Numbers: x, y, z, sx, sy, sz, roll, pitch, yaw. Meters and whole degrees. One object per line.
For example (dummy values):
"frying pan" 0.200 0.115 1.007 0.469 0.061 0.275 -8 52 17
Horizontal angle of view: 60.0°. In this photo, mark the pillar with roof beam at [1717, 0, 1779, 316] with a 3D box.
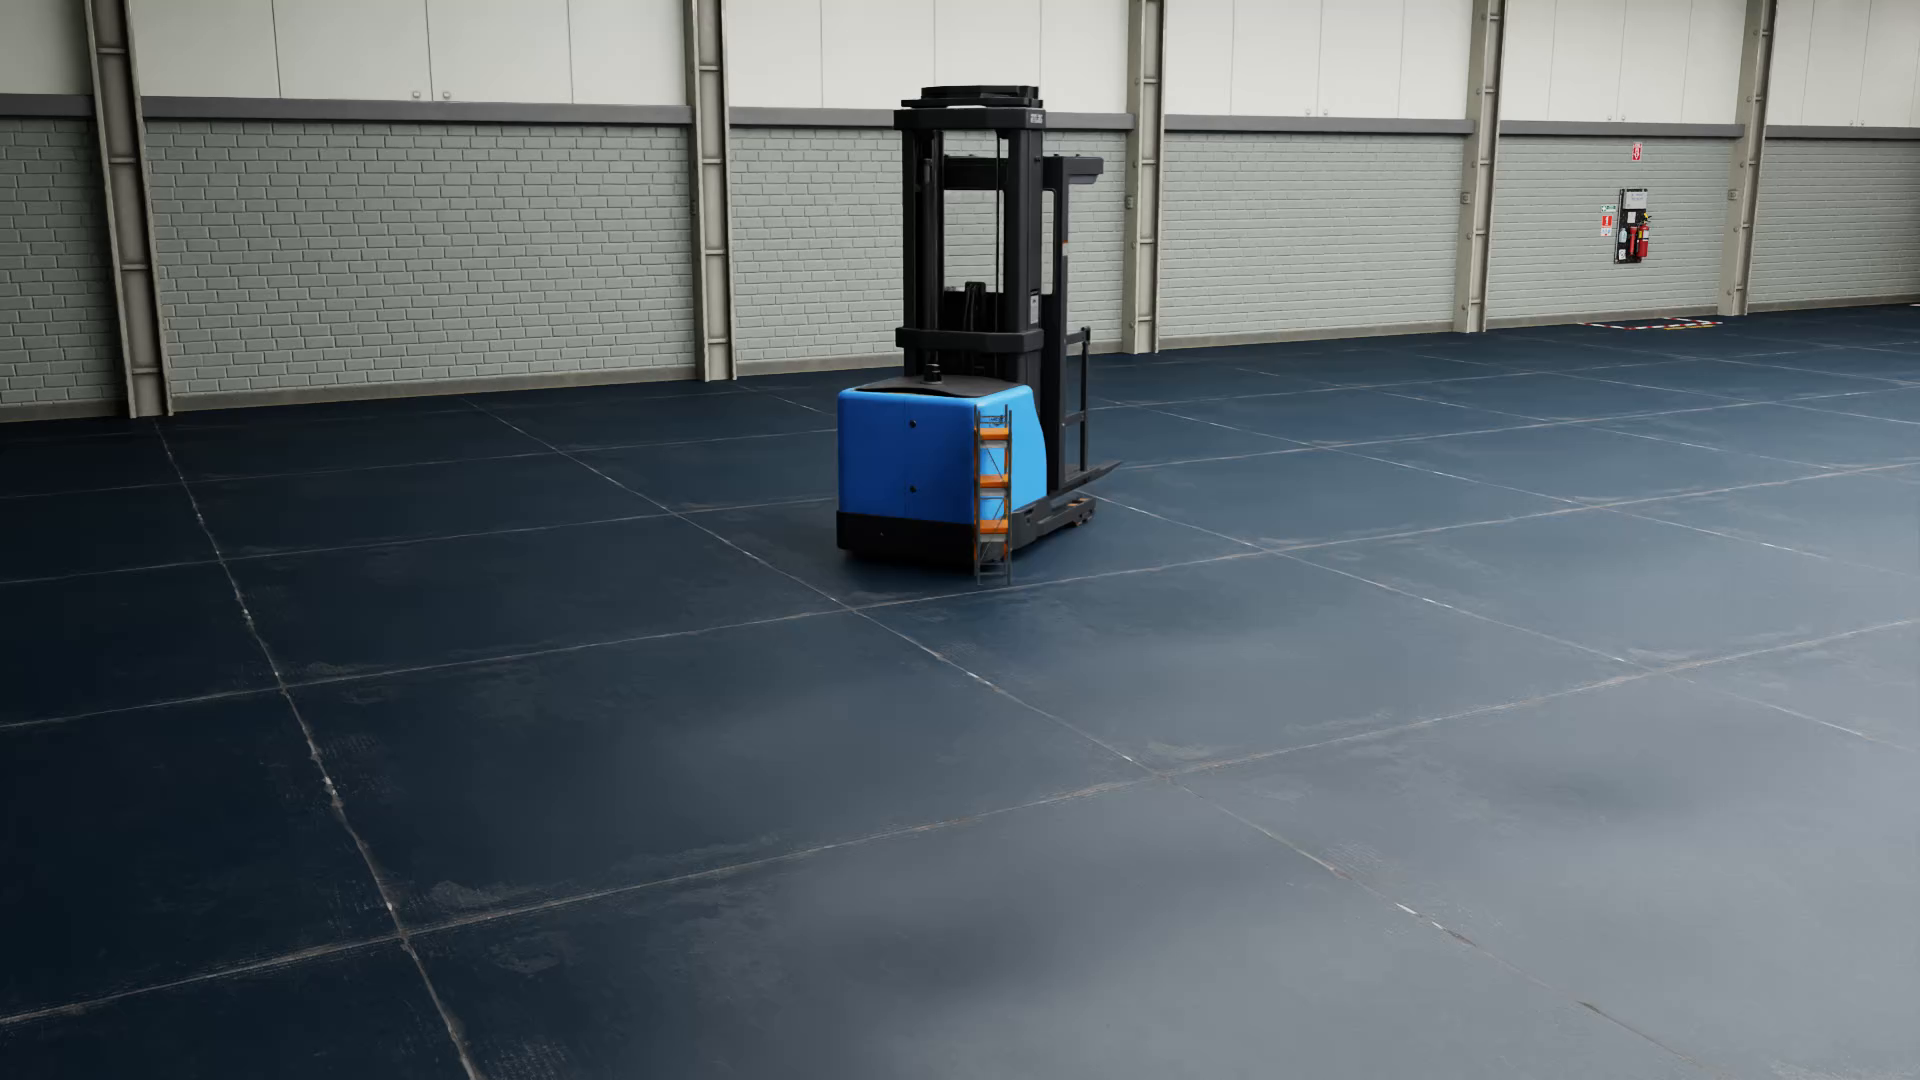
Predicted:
"pillar with roof beam" 15.007 -7.341 23.235 0.400 9.000 9.100 -7 14 -28

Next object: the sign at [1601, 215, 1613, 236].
"sign" 10.222 -4.971 26.283 0.234 0.329 0.001 -7 14 -28

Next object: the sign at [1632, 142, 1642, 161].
"sign" 10.702 -6.141 26.284 0.199 0.298 0.001 -7 14 -28

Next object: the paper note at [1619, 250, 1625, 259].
"paper note" 10.568 -4.557 26.530 0.142 0.148 0.016 -7 14 -28

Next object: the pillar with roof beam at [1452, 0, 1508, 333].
"pillar with roof beam" 9.740 -6.710 20.430 0.400 9.000 9.100 -7 14 -28

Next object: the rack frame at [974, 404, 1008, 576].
"rack frame" 0.184 -0.296 10.034 0.200 1.050 0.008 -1 13 -4

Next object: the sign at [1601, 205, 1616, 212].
"sign" 10.230 -5.228 26.220 0.331 0.109 0.001 -7 14 -28

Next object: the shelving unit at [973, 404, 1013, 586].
"shelving unit" 0.193 -0.269 9.915 0.215 1.050 0.252 -1 13 -4

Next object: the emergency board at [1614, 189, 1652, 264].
"emergency board" 10.757 -4.992 26.457 0.643 1.169 0.194 -7 14 -28

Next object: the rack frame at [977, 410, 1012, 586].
"rack frame" 0.201 -0.243 9.796 0.200 1.050 0.008 -1 13 -4

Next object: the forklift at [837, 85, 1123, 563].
"forklift" 0.304 -1.559 11.360 1.130 2.935 3.031 6 14 25

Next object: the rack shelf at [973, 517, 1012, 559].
"rack shelf" 0.193 0.012 9.978 0.215 0.259 0.240 -1 13 -4

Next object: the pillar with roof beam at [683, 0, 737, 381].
"pillar with roof beam" -0.793 -5.448 14.821 0.400 9.000 9.100 -7 14 -28

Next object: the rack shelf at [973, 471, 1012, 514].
"rack shelf" 0.193 -0.259 9.917 0.215 0.259 0.240 -1 13 -4

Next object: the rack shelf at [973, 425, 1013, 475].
"rack shelf" 0.193 -0.536 9.855 0.215 0.259 0.240 -1 13 -4

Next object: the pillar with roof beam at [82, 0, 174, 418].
"pillar with roof beam" -6.059 -4.817 12.016 0.400 9.000 9.100 -7 14 -28

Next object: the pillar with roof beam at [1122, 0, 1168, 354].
"pillar with roof beam" 4.474 -6.079 17.625 0.400 9.000 9.100 -7 14 -28
